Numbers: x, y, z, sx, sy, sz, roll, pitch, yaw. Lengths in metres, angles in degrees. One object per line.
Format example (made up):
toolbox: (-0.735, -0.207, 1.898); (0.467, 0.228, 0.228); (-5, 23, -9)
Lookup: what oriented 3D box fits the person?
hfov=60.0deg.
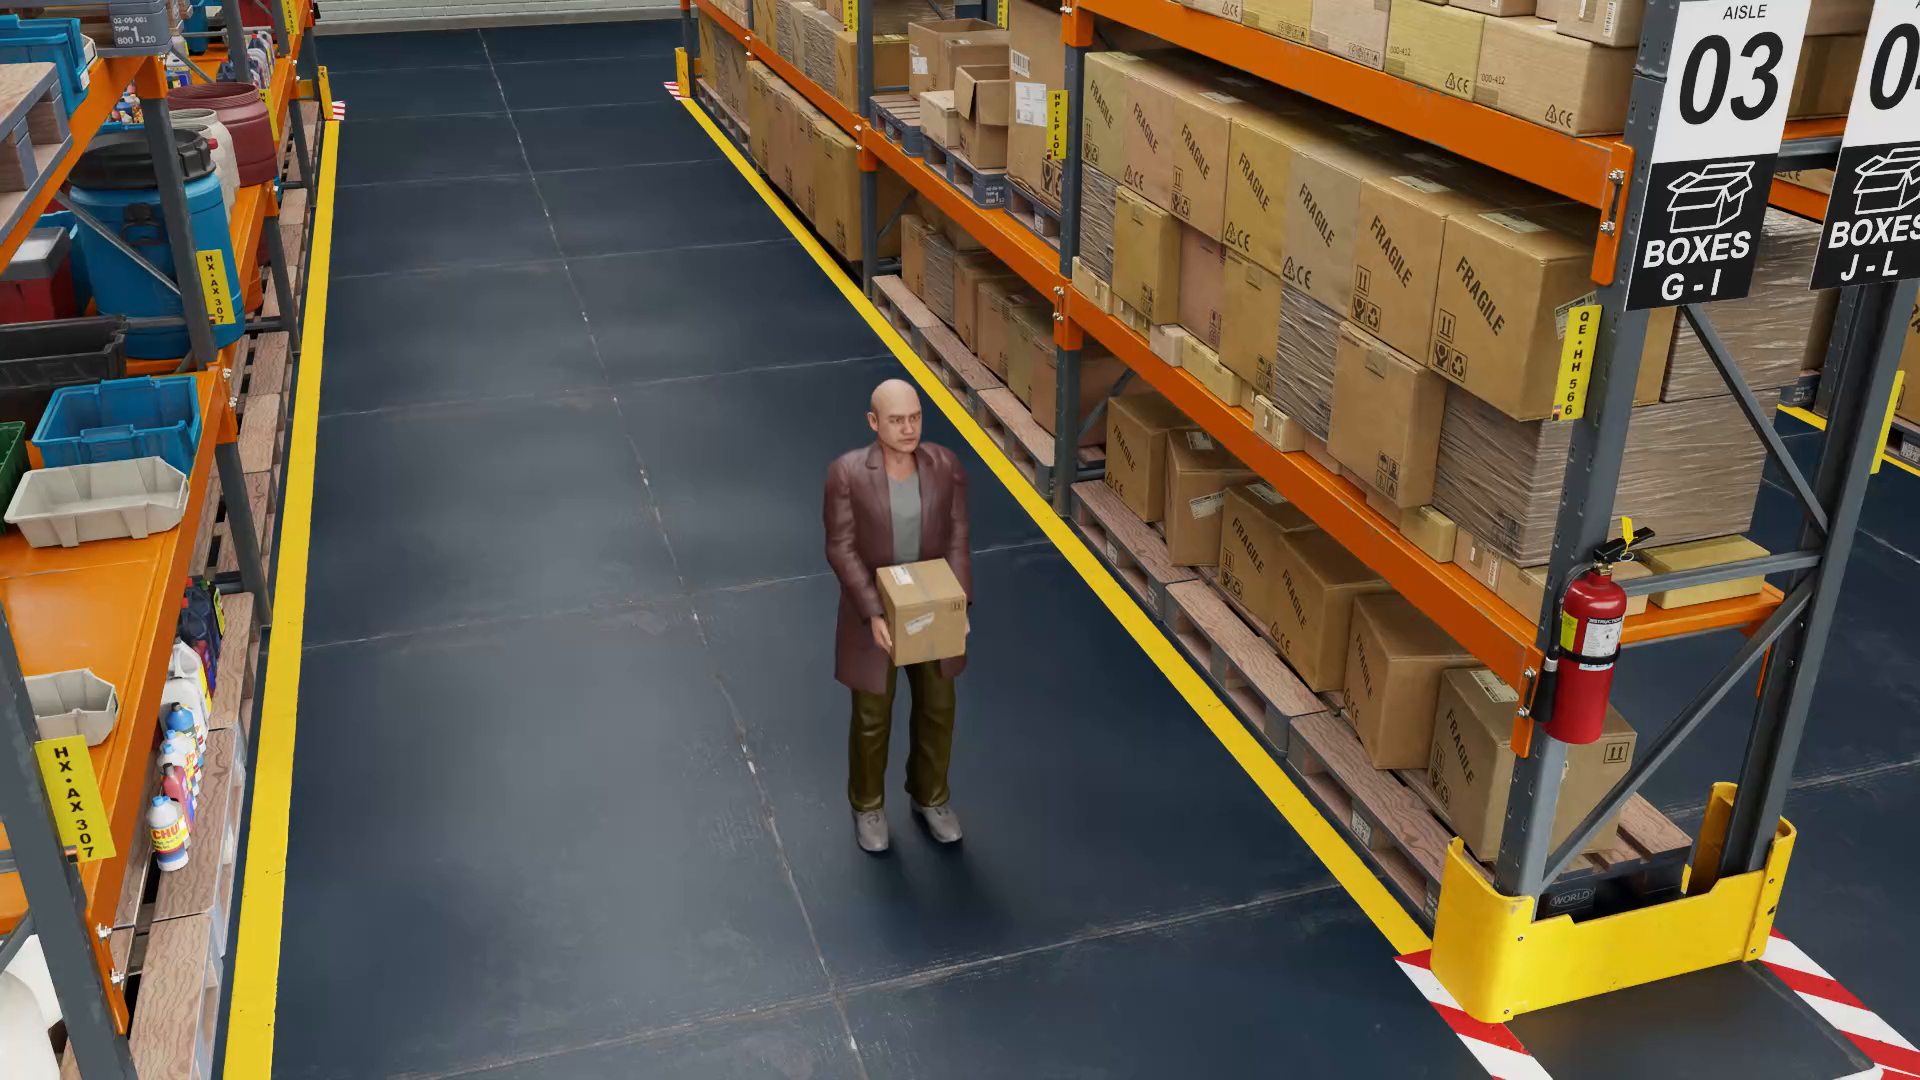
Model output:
person: (-0.188, 0.315, 5.978); (0.542, 1.779, 0.541); (-8, 27, -16)
